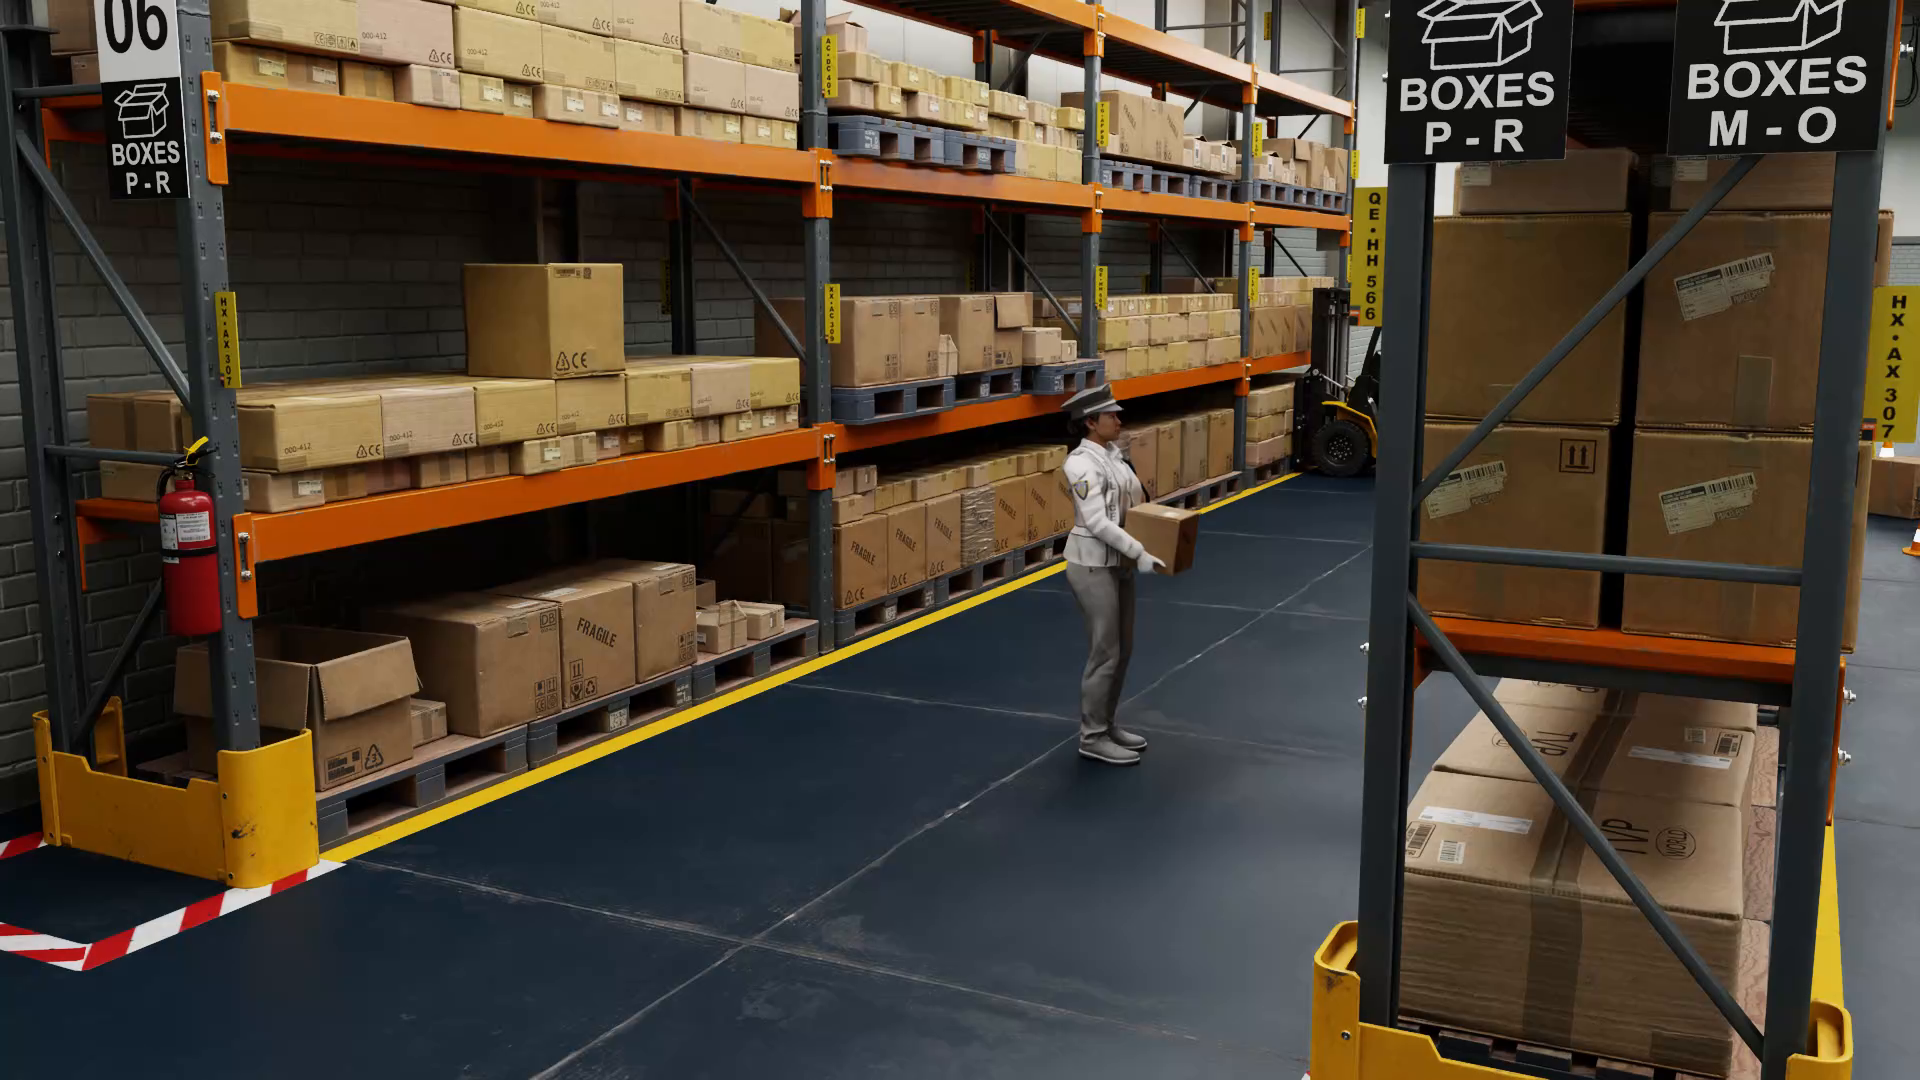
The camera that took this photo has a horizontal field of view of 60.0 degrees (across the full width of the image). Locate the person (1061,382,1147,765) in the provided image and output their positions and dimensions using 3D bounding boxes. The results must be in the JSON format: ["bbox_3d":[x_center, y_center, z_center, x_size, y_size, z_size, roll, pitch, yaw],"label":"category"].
[{"bbox_3d":[0.654,0.140,7.459,0.433,1.679,0.355,5,10,27],"label":"person"}]
